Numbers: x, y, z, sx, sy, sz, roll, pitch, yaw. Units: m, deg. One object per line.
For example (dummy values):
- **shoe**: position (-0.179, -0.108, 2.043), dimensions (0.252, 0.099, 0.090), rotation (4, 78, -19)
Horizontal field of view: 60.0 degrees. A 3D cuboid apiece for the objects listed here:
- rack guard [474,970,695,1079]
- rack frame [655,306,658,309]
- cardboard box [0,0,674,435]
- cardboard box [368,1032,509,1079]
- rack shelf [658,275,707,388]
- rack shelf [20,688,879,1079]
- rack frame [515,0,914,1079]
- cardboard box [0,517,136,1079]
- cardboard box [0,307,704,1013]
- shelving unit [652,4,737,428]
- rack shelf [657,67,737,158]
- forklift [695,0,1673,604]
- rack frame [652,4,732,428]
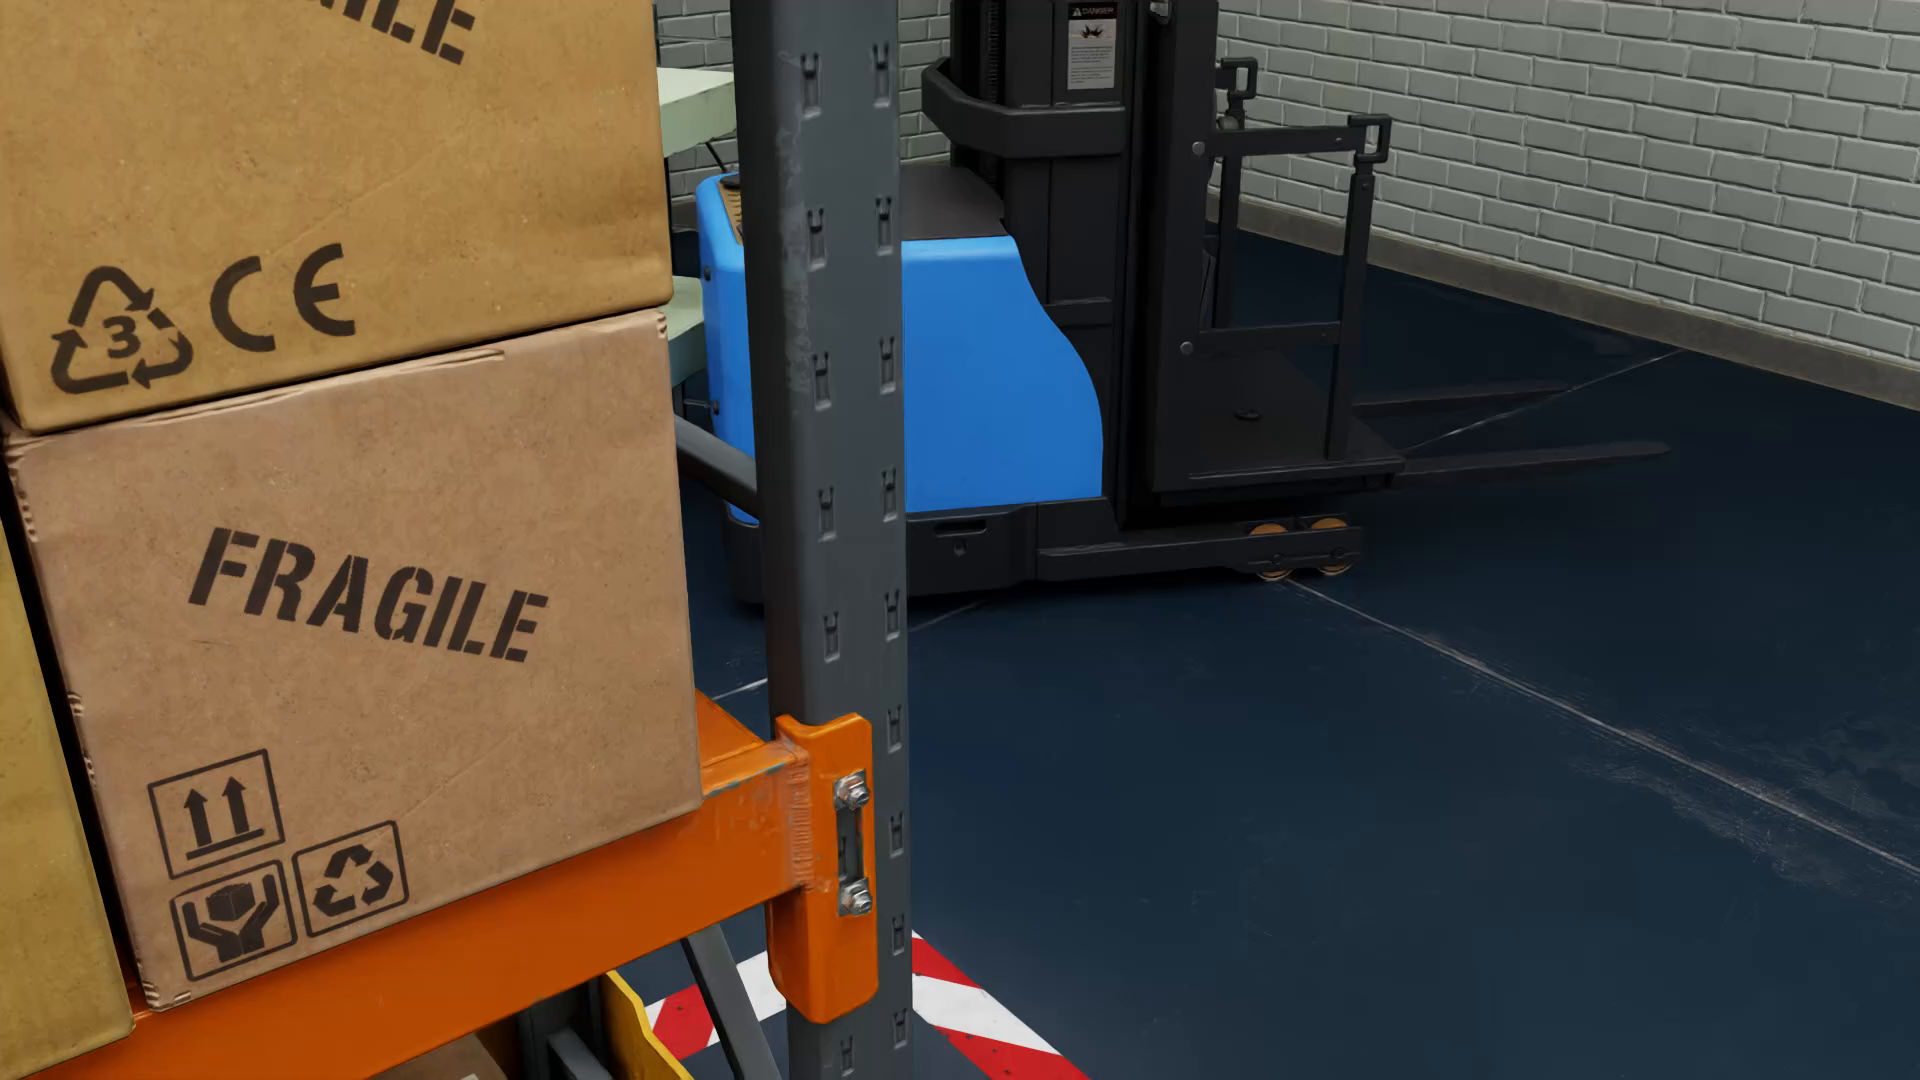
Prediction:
- **rack guard**: position (-0.468, 1.004, 2.493), dimensions (0.348, 0.500, 1.175), rotation (-18, 31, -34)
- **rack frame**: position (-1.121, -0.784, 5.158), dimensions (0.400, 1.500, 0.023), rotation (9, 26, 19)
- **cardboard box**: position (-0.588, -0.442, 1.332), dimensions (0.500, 0.500, 0.500), rotation (-19, 31, -34)
- **cardboard box**: position (-0.684, 1.008, 1.962), dimensions (0.500, 0.500, 0.500), rotation (-18, 31, -34)
- **rack shelf**: position (-0.989, -0.632, 5.605), dimensions (0.431, 0.370, 0.720), rotation (9, 26, 19)
- **rack shelf**: position (-1.982, 0.696, 1.041), dimensions (4.000, 0.370, 1.077), rotation (-18, 31, -34)
- **rack frame**: position (-0.410, -0.151, 2.011), dimensions (0.053, 2.616, 0.949), rotation (-18, 31, -34)
- **cardboard box**: position (-0.999, 0.148, 1.250), dimensions (0.500, 0.500, 0.500), rotation (-18, 30, -34)
- **cardboard box**: position (-0.592, 0.012, 1.543), dimensions (0.500, 0.500, 0.500), rotation (-17, 30, -32)
- **shelving unit**: position (-0.989, -0.928, 5.467), dimensions (0.431, 1.500, 0.755), rotation (9, 26, 19)
- **rack shelf**: position (-0.989, -1.282, 5.303), dimensions (0.431, 0.370, 0.720), rotation (9, 26, 19)
- **forklift**: position (0.744, -1.421, 4.831), dimensions (3.031, 2.935, 1.130), rotation (-5, 25, -11)
- **rack frame**: position (-0.857, -1.071, 5.777), dimensions (0.400, 1.500, 0.023), rotation (9, 26, 19)
